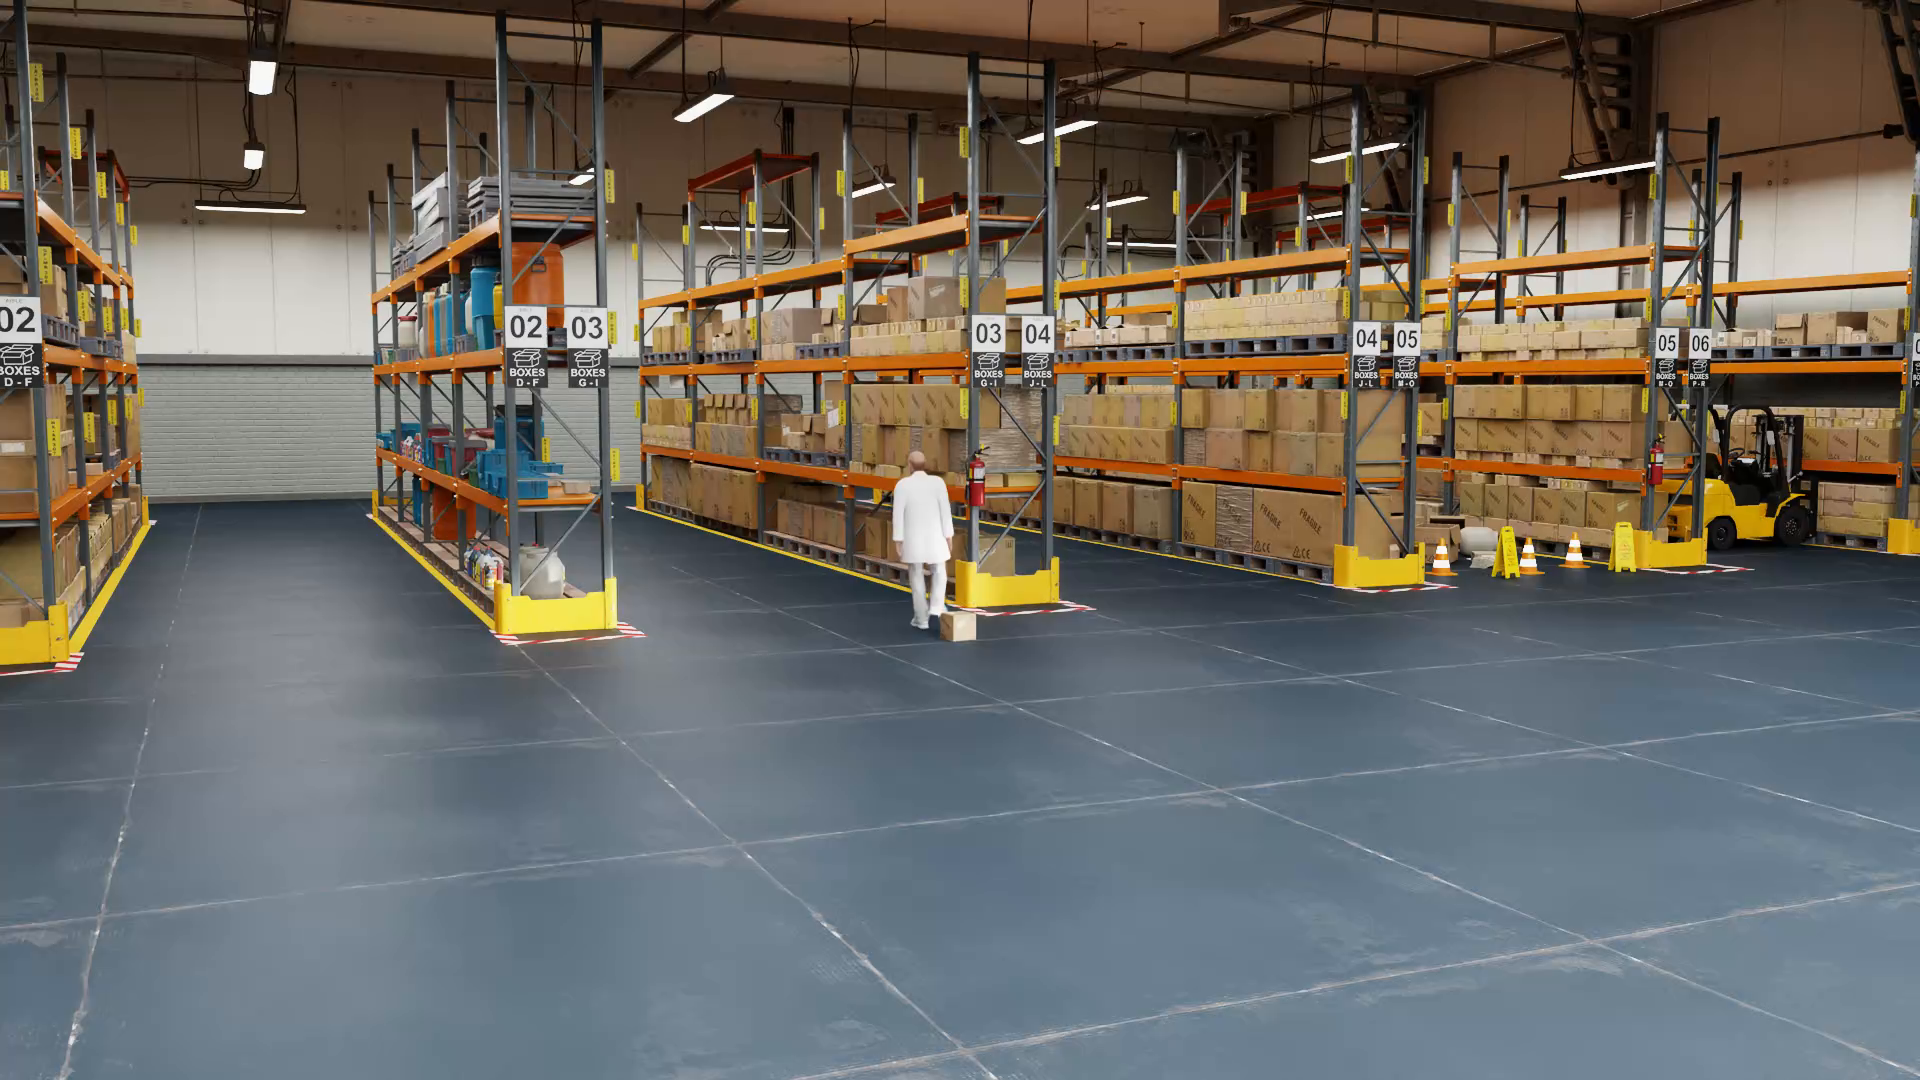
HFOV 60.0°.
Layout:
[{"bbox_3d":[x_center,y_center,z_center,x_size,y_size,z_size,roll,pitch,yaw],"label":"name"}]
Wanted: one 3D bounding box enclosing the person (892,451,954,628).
[{"bbox_3d":[-0.359,0.004,16.611,0.623,1.772,0.600,-1,5,-7],"label":"person"}]
